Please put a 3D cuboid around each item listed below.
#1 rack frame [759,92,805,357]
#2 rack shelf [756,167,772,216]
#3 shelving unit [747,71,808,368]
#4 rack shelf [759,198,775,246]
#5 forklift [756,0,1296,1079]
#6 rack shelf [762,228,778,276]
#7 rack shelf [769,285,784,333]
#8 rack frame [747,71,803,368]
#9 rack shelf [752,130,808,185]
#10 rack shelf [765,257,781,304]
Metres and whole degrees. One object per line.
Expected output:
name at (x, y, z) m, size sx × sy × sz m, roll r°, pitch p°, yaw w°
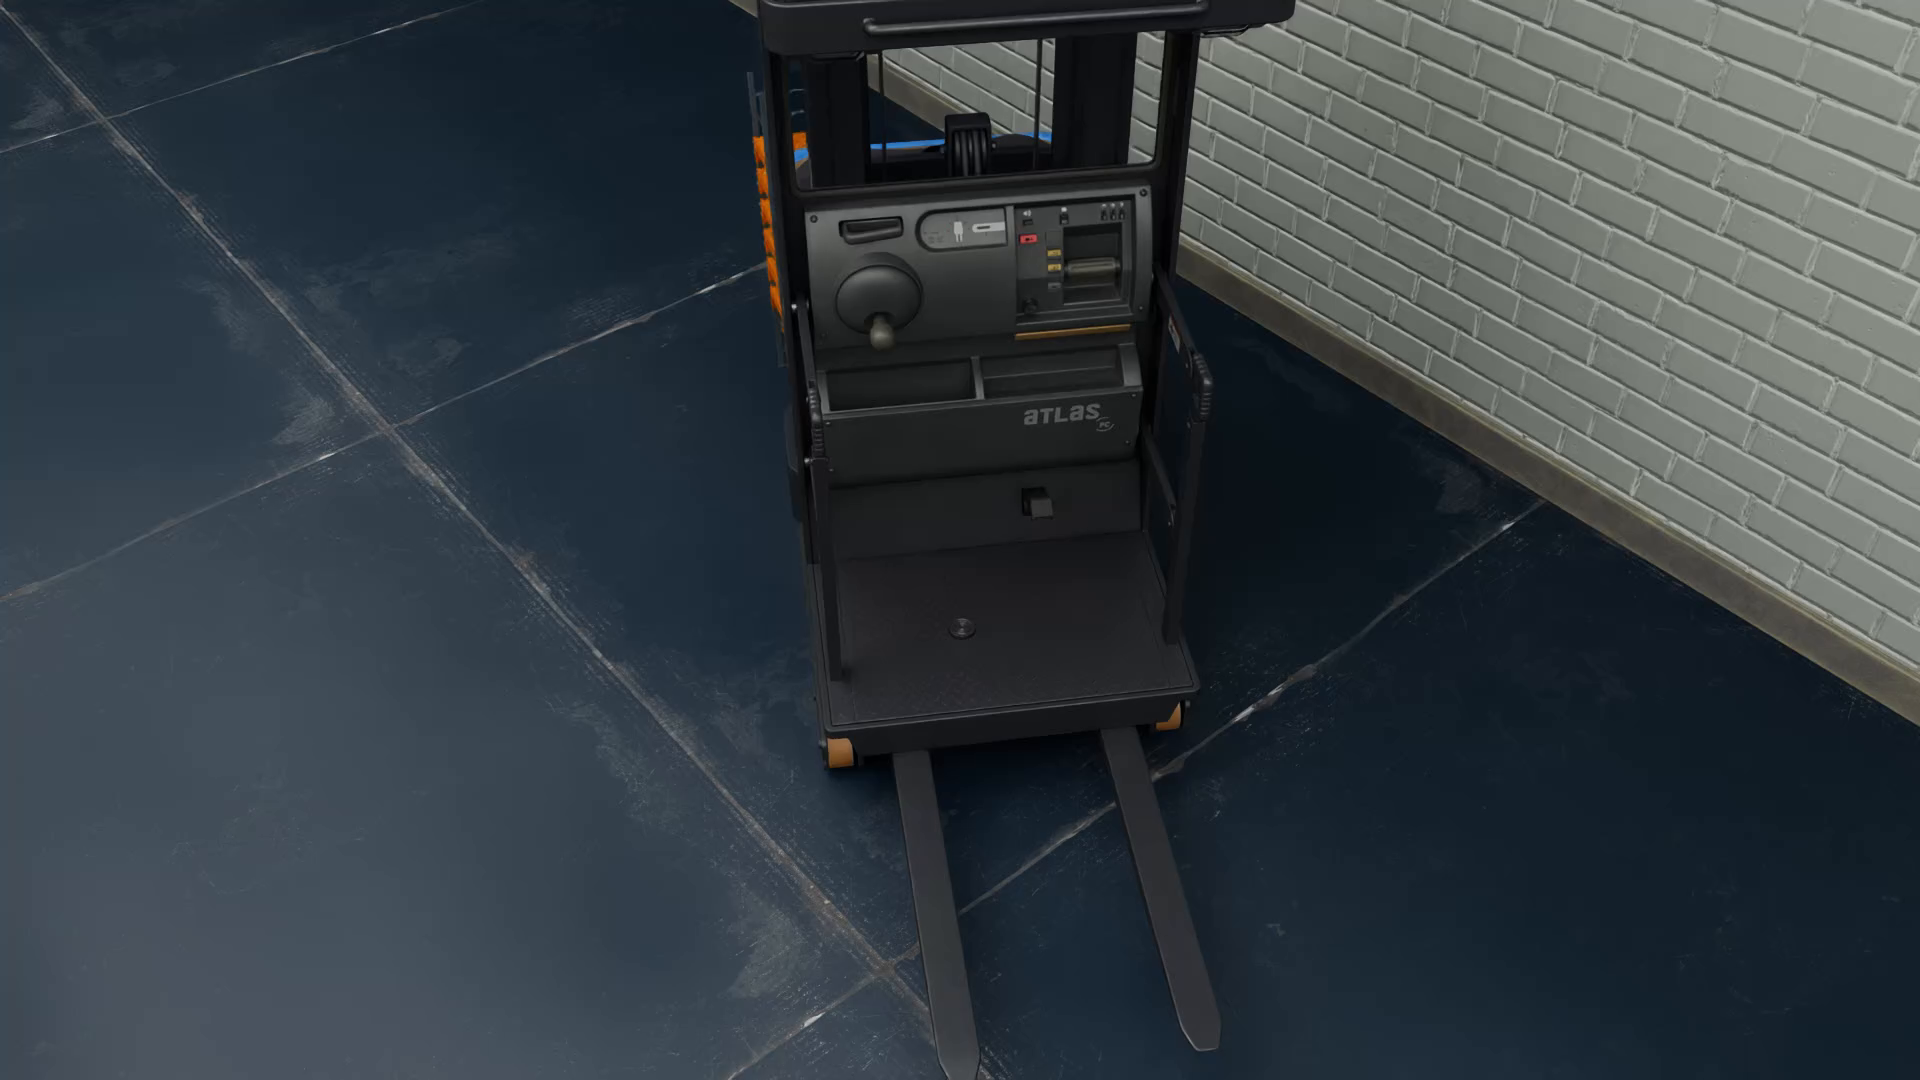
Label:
rack frame at (-0.546, -1.055, 5.977) m, size 0.240 × 1.200 × 0.006 m, roll -13°, pitch 40°, yaw -13°
rack shelf at (-0.579, -1.262, 5.923) m, size 0.258 × 0.103 × 0.180 m, roll -13°, pitch 40°, yaw -13°
shelving unit at (-0.575, -1.109, 6.045) m, size 0.258 × 1.200 × 0.189 m, roll -13°, pitch 40°, yaw -13°
rack shelf at (-0.577, -1.168, 5.998) m, size 0.258 × 0.103 × 0.180 m, roll -13°, pitch 40°, yaw -13°
forklift at (0.090, -0.647, 4.297) m, size 1.130 × 2.935 × 3.031 m, roll -6°, pitch 44°, yaw -6°
rack shelf at (-0.574, -1.074, 6.073) m, size 0.258 × 0.103 × 0.180 m, roll -13°, pitch 40°, yaw -13°
rack shelf at (-0.568, -0.887, 6.223) m, size 0.258 × 0.103 × 0.180 m, roll -13°, pitch 40°, yaw -13°
rack frame at (-0.603, -1.163, 6.113) m, size 0.240 × 1.200 × 0.006 m, roll -13°, pitch 40°, yaw -13°
rack shelf at (-0.582, -1.355, 5.848) m, size 0.258 × 0.103 × 0.180 m, roll -13°, pitch 40°, yaw -13°
rack shelf at (-0.571, -0.981, 6.148) m, size 0.258 × 0.103 × 0.180 m, roll -13°, pitch 40°, yaw -13°
